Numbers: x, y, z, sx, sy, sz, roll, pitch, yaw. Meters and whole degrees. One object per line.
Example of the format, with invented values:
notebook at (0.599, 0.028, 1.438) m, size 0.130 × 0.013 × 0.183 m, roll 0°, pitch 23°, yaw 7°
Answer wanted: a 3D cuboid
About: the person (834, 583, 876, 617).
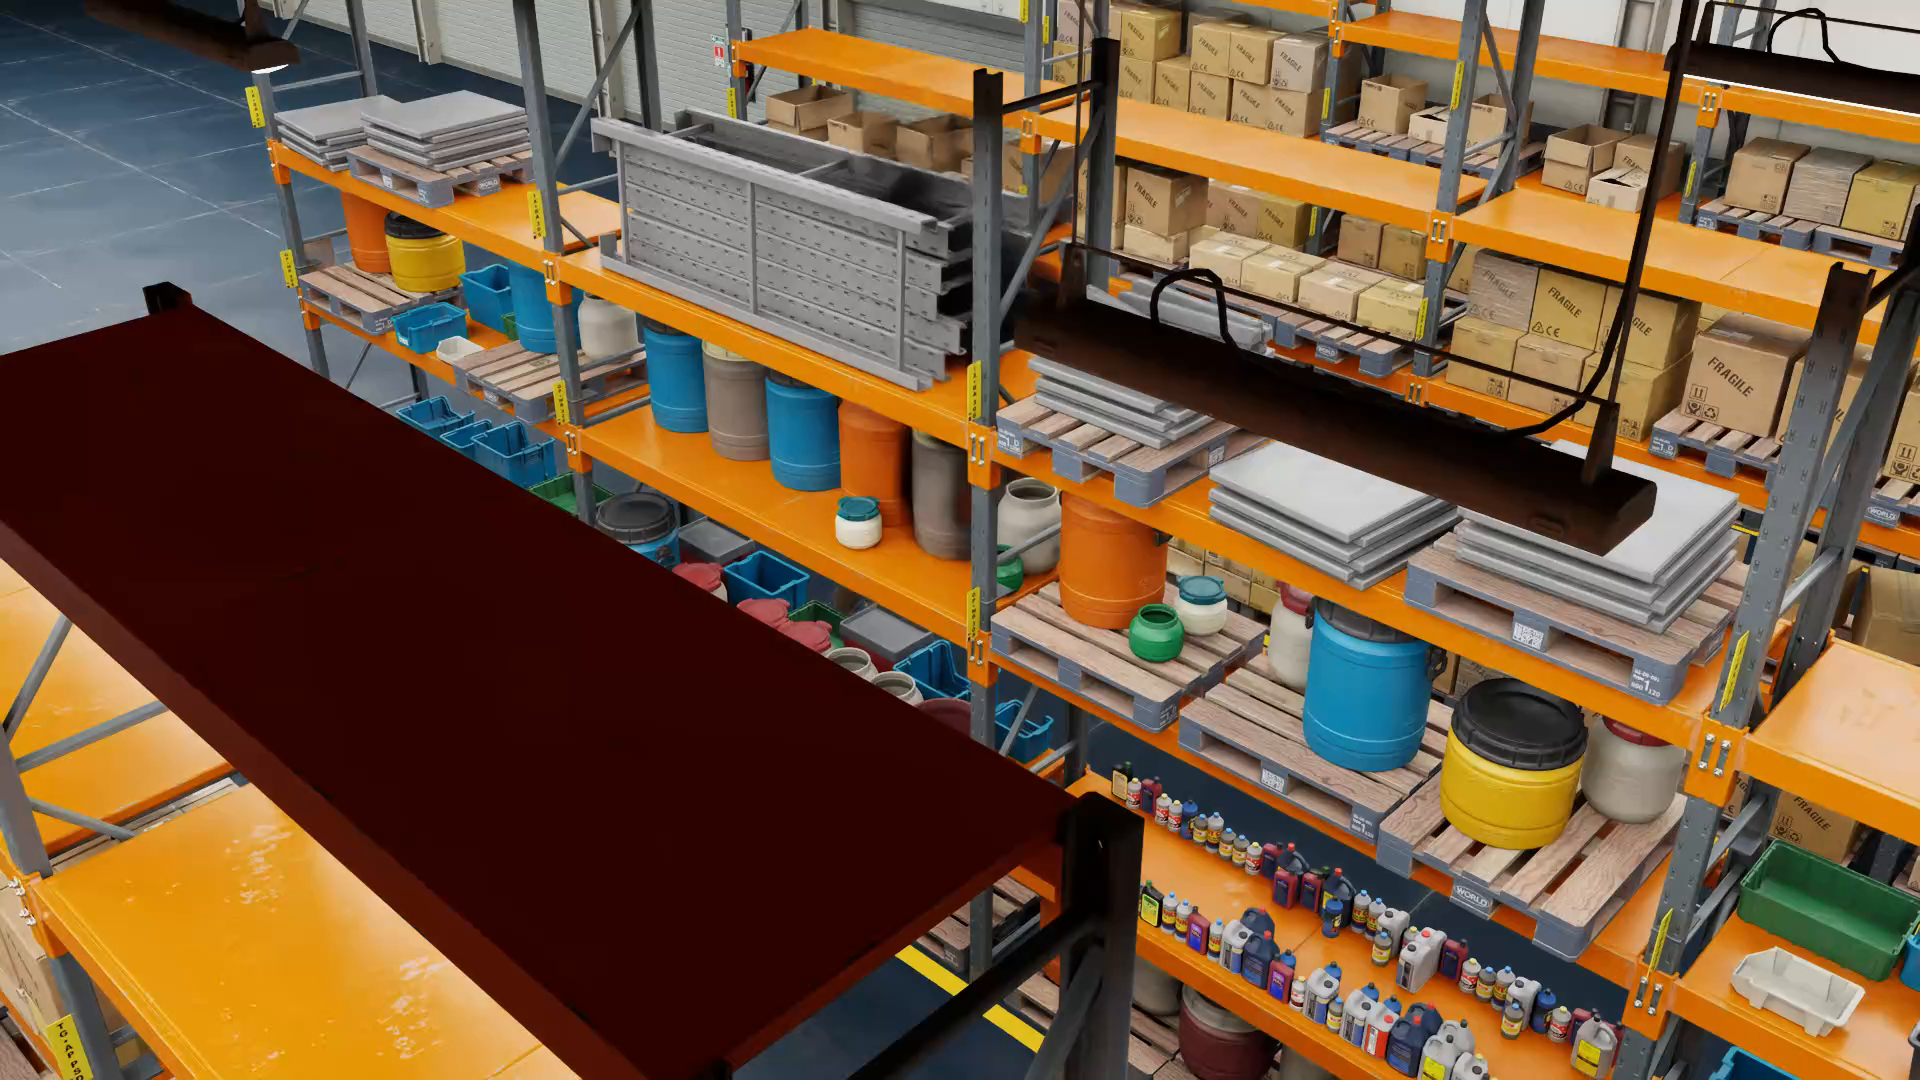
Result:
person at (-0.763, 0.290, 13.978) m, size 0.950 × 1.719 × 0.647 m, roll 20°, pitch 35°, yaw 31°
